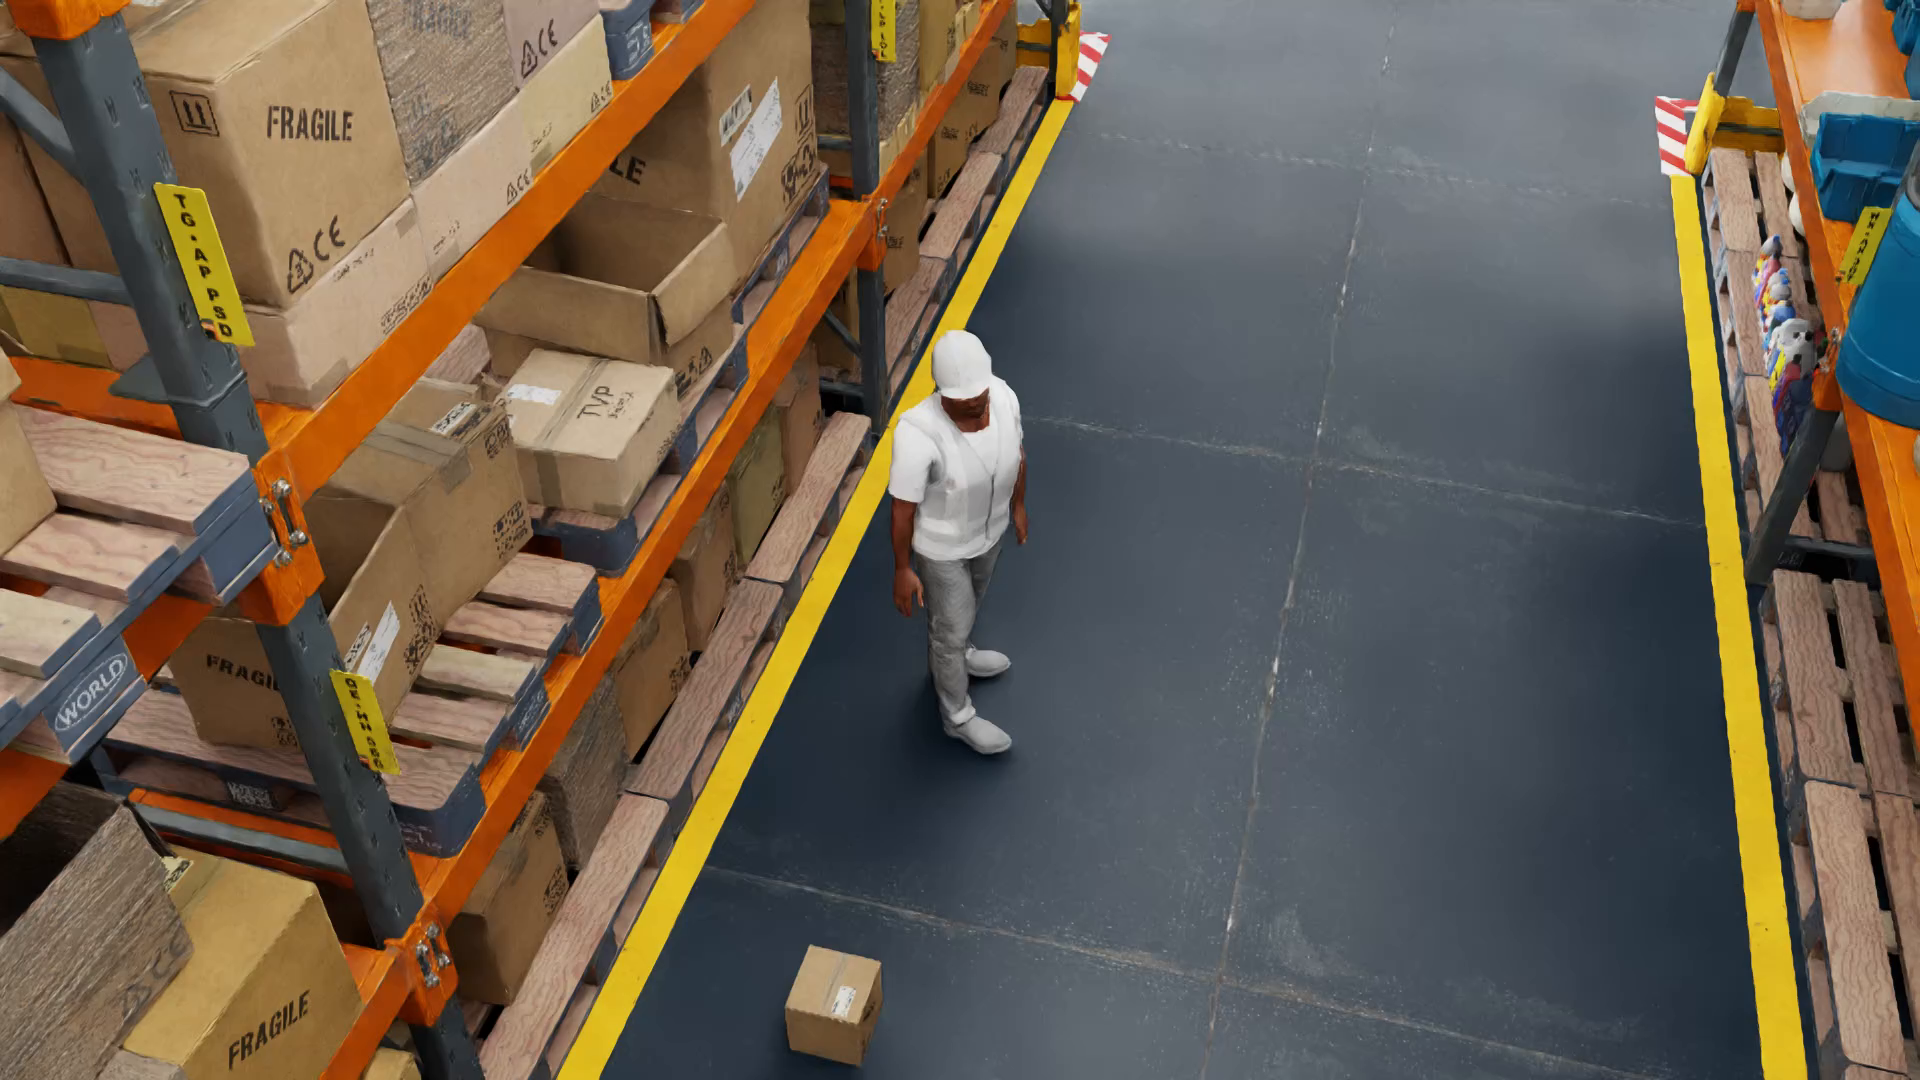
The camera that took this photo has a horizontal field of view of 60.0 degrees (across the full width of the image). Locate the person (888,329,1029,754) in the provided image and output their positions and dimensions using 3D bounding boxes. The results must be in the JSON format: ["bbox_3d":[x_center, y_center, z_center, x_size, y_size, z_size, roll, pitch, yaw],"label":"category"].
[{"bbox_3d":[0.033,0.013,6.086,0.572,1.763,0.675,30,49,30],"label":"person"}]
